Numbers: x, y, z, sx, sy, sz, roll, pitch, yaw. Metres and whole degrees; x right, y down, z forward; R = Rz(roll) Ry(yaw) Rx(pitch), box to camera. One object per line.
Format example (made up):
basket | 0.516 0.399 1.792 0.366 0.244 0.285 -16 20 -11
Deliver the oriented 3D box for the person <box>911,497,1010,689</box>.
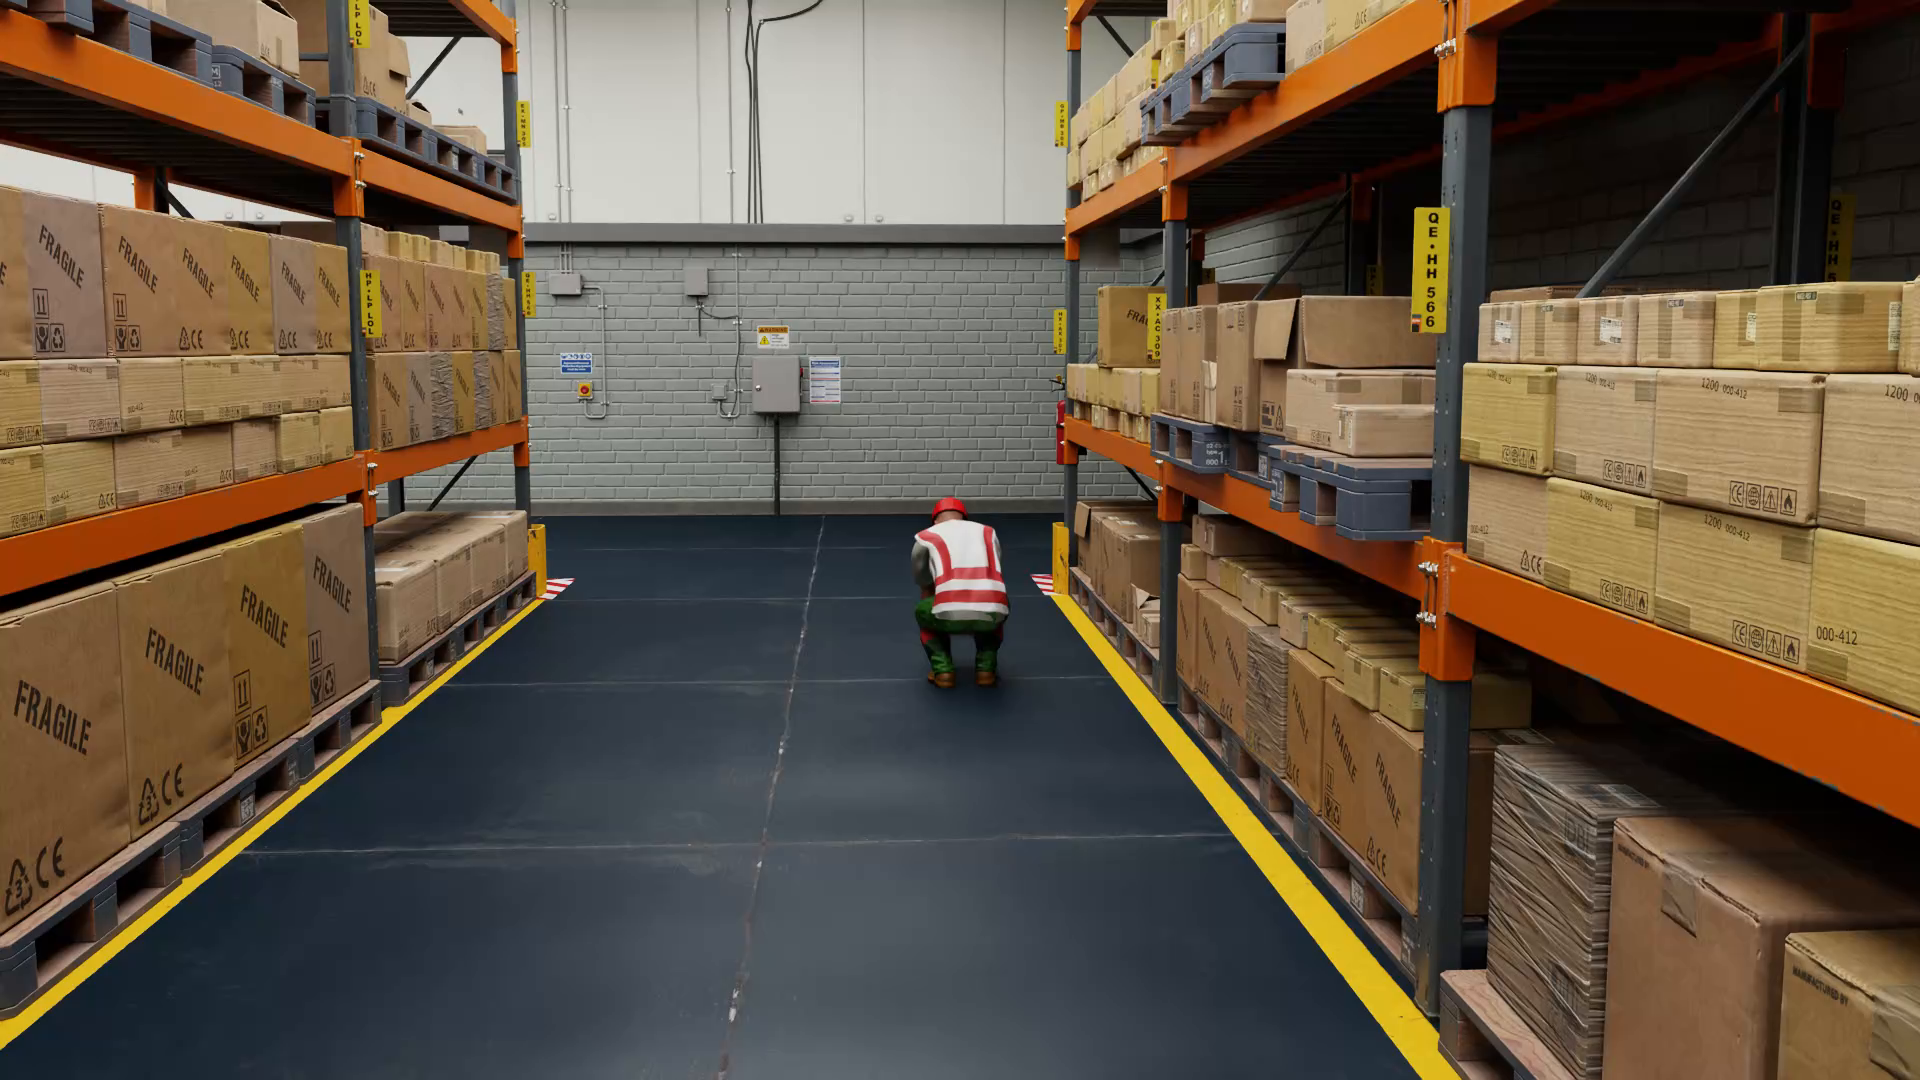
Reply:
person | 0.004 0.279 9.196 0.544 0.996 0.884 -1 7 -5
